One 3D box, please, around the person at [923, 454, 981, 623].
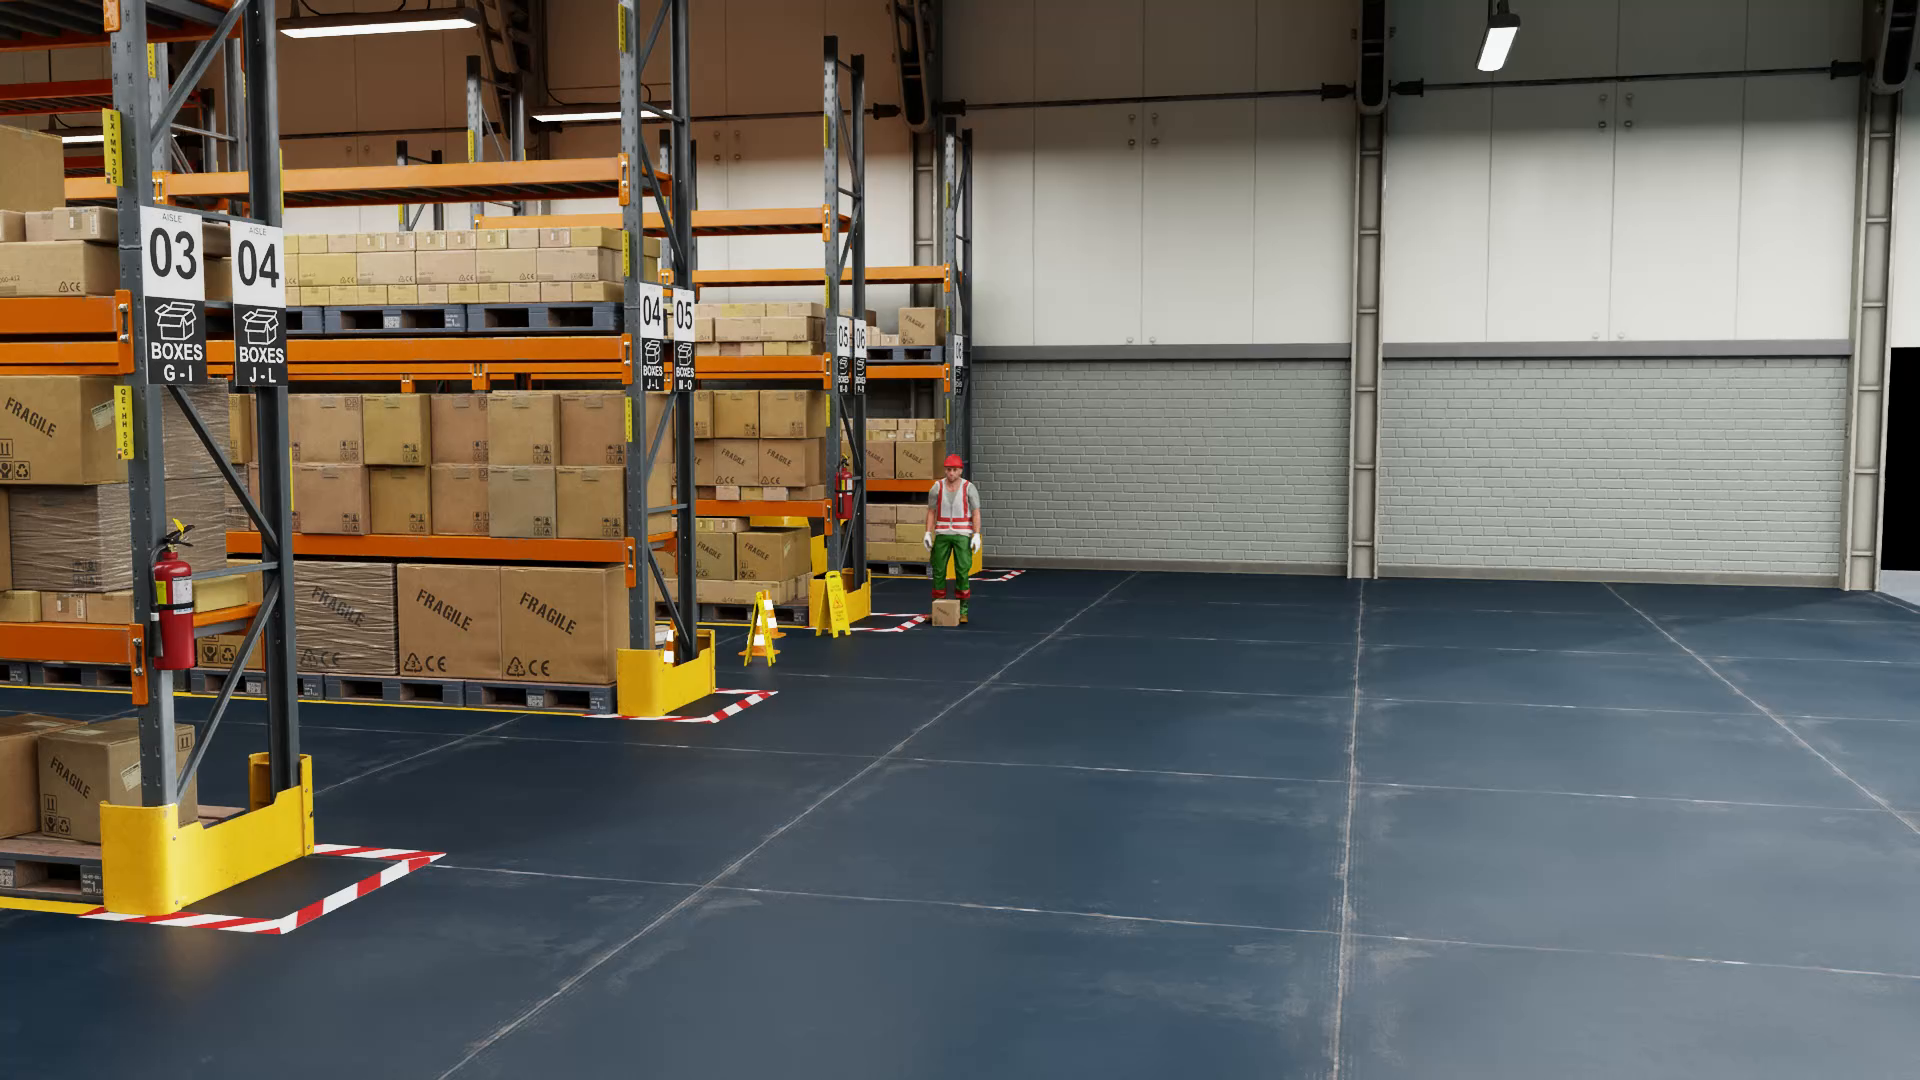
[{"bbox_3d":[-0.078,-0.016,17.558,0.623,1.780,0.446,1,5,11],"label":"person"}]
